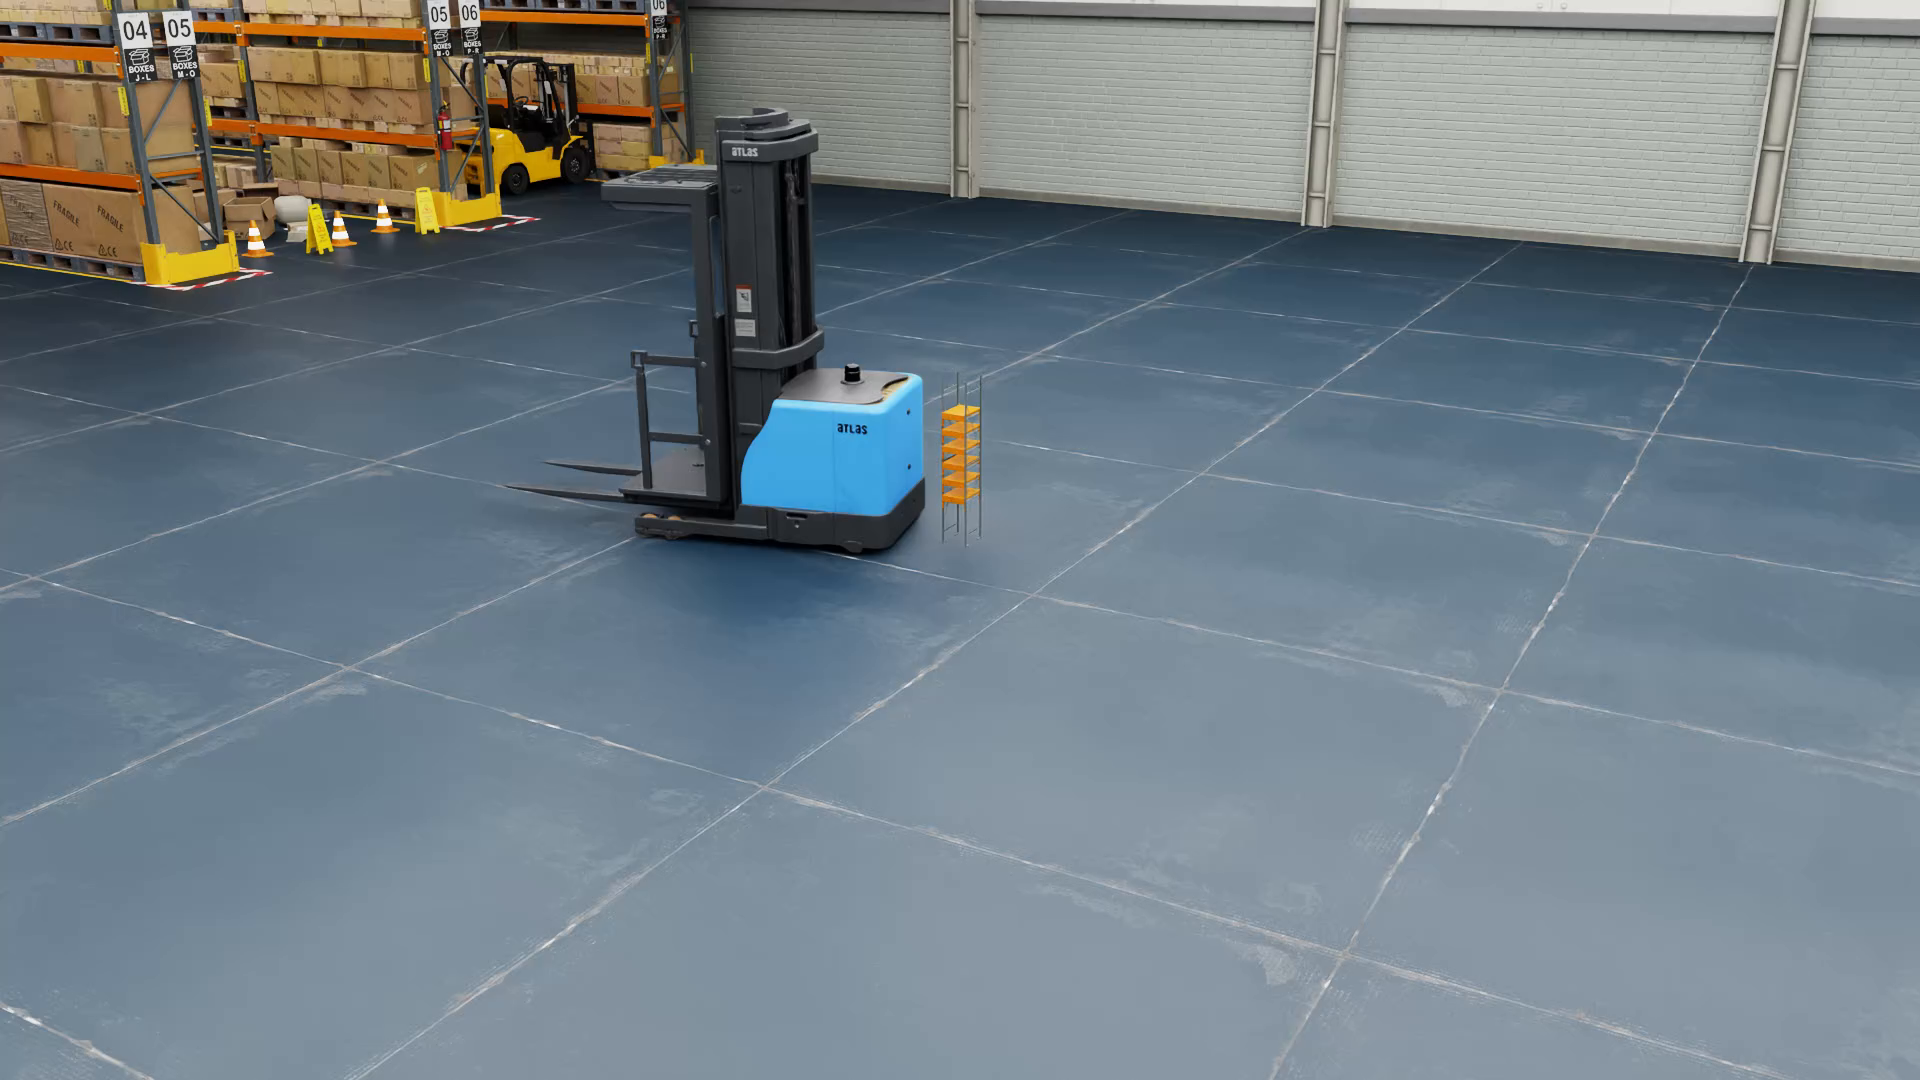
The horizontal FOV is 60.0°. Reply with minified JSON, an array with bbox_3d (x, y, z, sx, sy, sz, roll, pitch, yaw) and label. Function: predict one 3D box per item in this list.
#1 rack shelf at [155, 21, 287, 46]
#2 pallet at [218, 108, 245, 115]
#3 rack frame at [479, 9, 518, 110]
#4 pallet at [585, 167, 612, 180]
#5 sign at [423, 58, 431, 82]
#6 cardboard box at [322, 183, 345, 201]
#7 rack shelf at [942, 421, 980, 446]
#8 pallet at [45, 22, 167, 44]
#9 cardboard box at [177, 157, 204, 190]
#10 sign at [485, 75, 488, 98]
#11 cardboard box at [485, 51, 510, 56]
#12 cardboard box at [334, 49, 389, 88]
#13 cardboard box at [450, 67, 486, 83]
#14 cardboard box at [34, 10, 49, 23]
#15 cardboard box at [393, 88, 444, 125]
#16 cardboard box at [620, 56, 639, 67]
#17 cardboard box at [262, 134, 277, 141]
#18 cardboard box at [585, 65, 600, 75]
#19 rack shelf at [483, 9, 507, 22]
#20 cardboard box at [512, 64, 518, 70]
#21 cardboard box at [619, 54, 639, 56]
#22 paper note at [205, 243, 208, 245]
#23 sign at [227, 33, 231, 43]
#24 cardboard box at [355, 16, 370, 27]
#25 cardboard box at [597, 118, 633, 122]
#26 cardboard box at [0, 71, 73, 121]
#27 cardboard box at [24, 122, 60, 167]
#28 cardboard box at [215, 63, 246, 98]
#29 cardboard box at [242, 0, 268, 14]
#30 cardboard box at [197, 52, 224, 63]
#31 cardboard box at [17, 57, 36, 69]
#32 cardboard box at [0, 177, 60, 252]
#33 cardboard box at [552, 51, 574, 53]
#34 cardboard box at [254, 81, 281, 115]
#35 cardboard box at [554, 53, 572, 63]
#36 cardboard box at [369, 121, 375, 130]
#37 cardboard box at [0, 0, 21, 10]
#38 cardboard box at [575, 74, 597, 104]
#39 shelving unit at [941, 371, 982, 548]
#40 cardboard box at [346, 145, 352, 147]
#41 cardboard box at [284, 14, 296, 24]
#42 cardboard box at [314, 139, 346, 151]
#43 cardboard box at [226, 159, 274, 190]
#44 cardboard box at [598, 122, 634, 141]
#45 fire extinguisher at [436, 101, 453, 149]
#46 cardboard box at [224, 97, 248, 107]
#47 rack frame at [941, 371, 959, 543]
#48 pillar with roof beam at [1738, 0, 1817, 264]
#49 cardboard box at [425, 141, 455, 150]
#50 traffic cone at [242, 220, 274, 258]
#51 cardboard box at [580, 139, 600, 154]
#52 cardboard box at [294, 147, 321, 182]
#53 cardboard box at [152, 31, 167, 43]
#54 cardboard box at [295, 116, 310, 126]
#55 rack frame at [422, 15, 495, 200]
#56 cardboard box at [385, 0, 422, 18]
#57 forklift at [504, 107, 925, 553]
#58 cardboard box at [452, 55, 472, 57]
[{"bbox_3d":[-12.639,-8.313,27.040,4.000,0.370,1.077,11,23,27],"label":"rack shelf"},{"bbox_3d":[-12.637,-7.167,27.504,1.213,0.211,1.003,11,23,27],"label":"pallet"},{"bbox_3d":[-8.475,-8.387,30.587,0.127,3.000,1.000,11,23,27],"label":"rack frame"},{"bbox_3d":[-6.732,-6.729,30.105,1.213,0.211,1.003,11,23,27],"label":"pallet"},{"bbox_3d":[-7.689,-6.774,23.980,0.005,0.325,0.100,11,23,27],"label":"sign"},{"bbox_3d":[-9.573,-5.462,25.940,0.500,0.250,0.500,10,22,27],"label":"cardboard box"},{"bbox_3d":[0.013,-0.745,11.587,0.180,0.103,0.258,11,23,27],"label":"rack shelf"},{"bbox_3d":[-10.379,-6.242,20.404,1.213,0.211,1.003,11,23,27],"label":"pallet"},{"bbox_3d":[-11.735,-5.554,25.334,0.500,0.500,0.500,11,23,27],"label":"cardboard box"},{"bbox_3d":[-7.136,-6.812,24.975,0.005,0.325,0.100,11,23,27],"label":"sign"},{"bbox_3d":[-8.342,-8.737,30.019,0.250,0.149,0.380,11,23,28],"label":"cardboard box"},{"bbox_3d":[-8.887,-7.061,24.882,0.500,0.500,0.700,10,22,27],"label":"cardboard box"},{"bbox_3d":[-9.029,-8.557,30.542,0.500,0.250,0.500,10,22,26],"label":"cardboard box"},{"bbox_3d":[-11.071,-6.413,20.353,0.250,0.149,0.380,10,22,27],"label":"cardboard box"},{"bbox_3d":[-8.009,-6.438,24.633,0.500,0.500,0.500,10,22,26],"label":"cardboard box"},{"bbox_3d":[-5.629,-8.242,28.653,0.250,0.149,0.380,11,23,27],"label":"cardboard box"},{"bbox_3d":[-13.794,-8.334,33.491,0.500,0.500,0.500,10,22,25],"label":"cardboard box"},{"bbox_3d":[-6.324,-8.218,29.023,0.250,0.149,0.380,10,22,26],"label":"cardboard box"},{"bbox_3d":[-10.221,-9.791,31.115,4.000,0.370,1.077,11,23,27],"label":"rack shelf"},{"bbox_3d":[-7.857,-8.530,29.883,0.250,0.149,0.380,11,23,27],"label":"cardboard box"},{"bbox_3d":[-5.830,-8.472,29.287,0.250,0.149,0.380,11,23,28],"label":"cardboard box"},{"bbox_3d":[-10.544,-4.136,23.252,0.032,0.001,0.123,-11,23,-29],"label":"paper note"},{"bbox_3d":[-15.192,-10.427,34.514,0.005,0.325,0.100,11,23,27],"label":"sign"},{"bbox_3d":[-8.727,-7.687,24.626,0.250,0.149,0.380,11,22,27],"label":"cardboard box"},{"bbox_3d":[-6.180,-7.401,29.820,0.500,0.250,0.500,11,22,27],"label":"cardboard box"},{"bbox_3d":[-11.972,-5.737,21.478,0.550,0.550,0.875,11,23,27],"label":"cardboard box"},{"bbox_3d":[-11.474,-5.163,21.479,0.500,0.550,0.875,11,23,27],"label":"cardboard box"},{"bbox_3d":[-11.408,-7.301,26.396,0.500,0.500,0.500,10,22,26],"label":"cardboard box"},{"bbox_3d":[-10.642,-8.233,25.548,0.500,0.250,0.500,10,22,26],"label":"cardboard box"},{"bbox_3d":[-12.014,-7.718,26.593,0.250,0.149,0.380,10,22,26],"label":"cardboard box"},{"bbox_3d":[-15.846,-8.266,28.642,0.500,0.500,0.500,11,23,27],"label":"cardboard box"},{"bbox_3d":[-11.915,-4.342,21.937,0.875,0.875,0.875,11,23,28],"label":"cardboard box"},{"bbox_3d":[-7.147,-8.749,30.052,0.250,0.149,0.380,10,22,26],"label":"cardboard box"},{"bbox_3d":[-10.645,-6.939,26.013,0.500,0.500,0.500,11,23,27],"label":"cardboard box"},{"bbox_3d":[-6.952,-8.510,29.394,0.250,0.149,0.380,11,23,28],"label":"cardboard box"},{"bbox_3d":[-8.715,-6.300,25.203,0.250,0.149,0.380,11,23,28],"label":"cardboard box"},{"bbox_3d":[-11.604,-6.726,20.631,0.500,0.250,0.500,11,23,28],"label":"cardboard box"},{"bbox_3d":[-6.437,-7.946,29.226,0.500,0.500,0.500,10,22,26],"label":"cardboard box"},{"bbox_3d":[0.013,-0.562,11.654,0.189,1.200,0.258,11,23,27],"label":"shelving unit"},{"bbox_3d":[-9.354,-5.979,26.265,0.500,0.500,0.500,12,23,30],"label":"cardboard box"},{"bbox_3d":[-10.070,-7.954,25.362,0.250,0.149,0.380,12,23,29],"label":"cardboard box"},{"bbox_3d":[-9.743,-6.125,25.716,0.250,0.149,0.380,12,23,30],"label":"cardboard box"},{"bbox_3d":[-11.352,-5.957,27.126,0.625,0.372,0.950,11,23,28],"label":"cardboard box"},{"bbox_3d":[-5.986,-7.163,29.164,0.500,0.250,0.500,11,23,28],"label":"cardboard box"},{"bbox_3d":[-7.526,-6.051,24.260,0.183,0.674,0.296,11,23,27],"label":"fire extinguisher"},{"bbox_3d":[-11.477,-6.991,26.492,0.250,0.149,0.380,11,23,28],"label":"cardboard box"},{"bbox_3d":[-0.067,-0.577,11.696,0.006,1.200,0.240,11,23,27],"label":"rack frame"},{"bbox_3d":[8.463,-6.651,17.004,0.400,9.000,9.100,11,23,27],"label":"pillar with roof beam"},{"bbox_3d":[-9.610,-7.683,31.512,0.625,0.625,0.875,11,22,27],"label":"cardboard box"},{"bbox_3d":[-9.498,-4.071,22.410,0.334,0.463,0.336,11,23,27],"label":"traffic cone"},{"bbox_3d":[-6.454,-7.016,29.490,0.500,0.250,0.500,10,22,26],"label":"cardboard box"},{"bbox_3d":[-10.036,-5.902,26.053,0.500,0.500,0.500,12,23,29],"label":"cardboard box"},{"bbox_3d":[-16.630,-10.466,35.003,0.500,0.500,0.500,10,22,26],"label":"cardboard box"},{"bbox_3d":[-10.083,-6.529,25.835,0.250,0.149,0.380,12,23,29],"label":"cardboard box"},{"bbox_3d":[-7.401,-6.243,24.678,0.127,3.000,1.000,11,23,27],"label":"rack frame"},{"bbox_3d":[-7.979,-7.728,24.154,0.500,0.250,0.500,10,22,27],"label":"cardboard box"},{"bbox_3d":[-1.832,-1.546,11.829,3.031,2.935,1.130,5,21,14],"label":"forklift"},{"bbox_3d":[-9.337,-8.999,31.178,0.250,0.149,0.380,11,22,27],"label":"cardboard box"}]
